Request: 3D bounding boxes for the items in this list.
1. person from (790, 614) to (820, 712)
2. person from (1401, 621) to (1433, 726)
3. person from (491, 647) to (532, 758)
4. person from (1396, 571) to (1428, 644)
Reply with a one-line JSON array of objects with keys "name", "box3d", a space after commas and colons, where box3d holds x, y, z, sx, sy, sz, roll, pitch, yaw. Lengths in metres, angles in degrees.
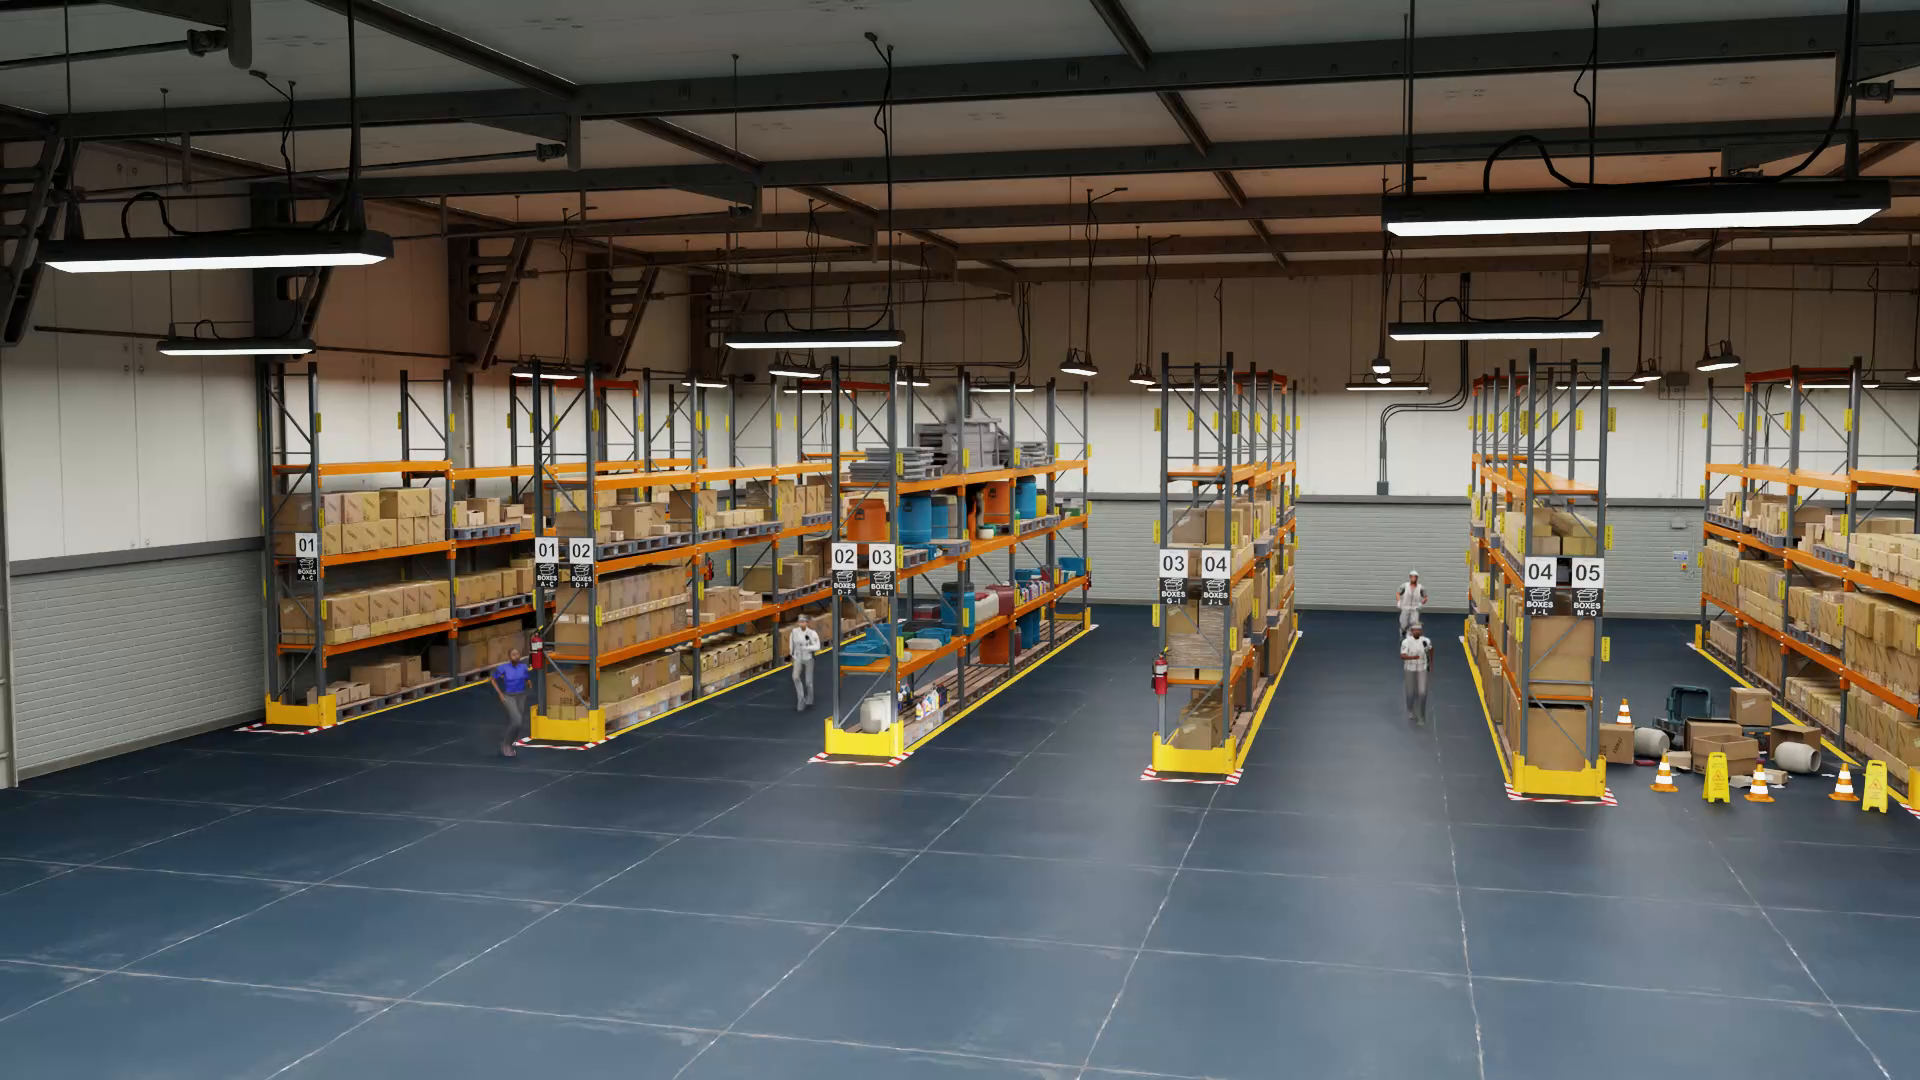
[{"name": "person", "box3d": [-2.720, 2.122, 29.058, 0.637, 1.709, 0.799, 1, 4, 13]}, {"name": "person", "box3d": [7.609, 2.226, 27.689, 0.540, 1.783, 0.786, 1, 4, 13]}, {"name": "person", "box3d": [-6.668, 2.440, 24.949, 0.676, 1.670, 0.550, 4, 6, 44]}, {"name": "person", "box3d": [10.003, 1.550, 36.810, 0.684, 1.736, 0.561, 1, 4, 15]}]
